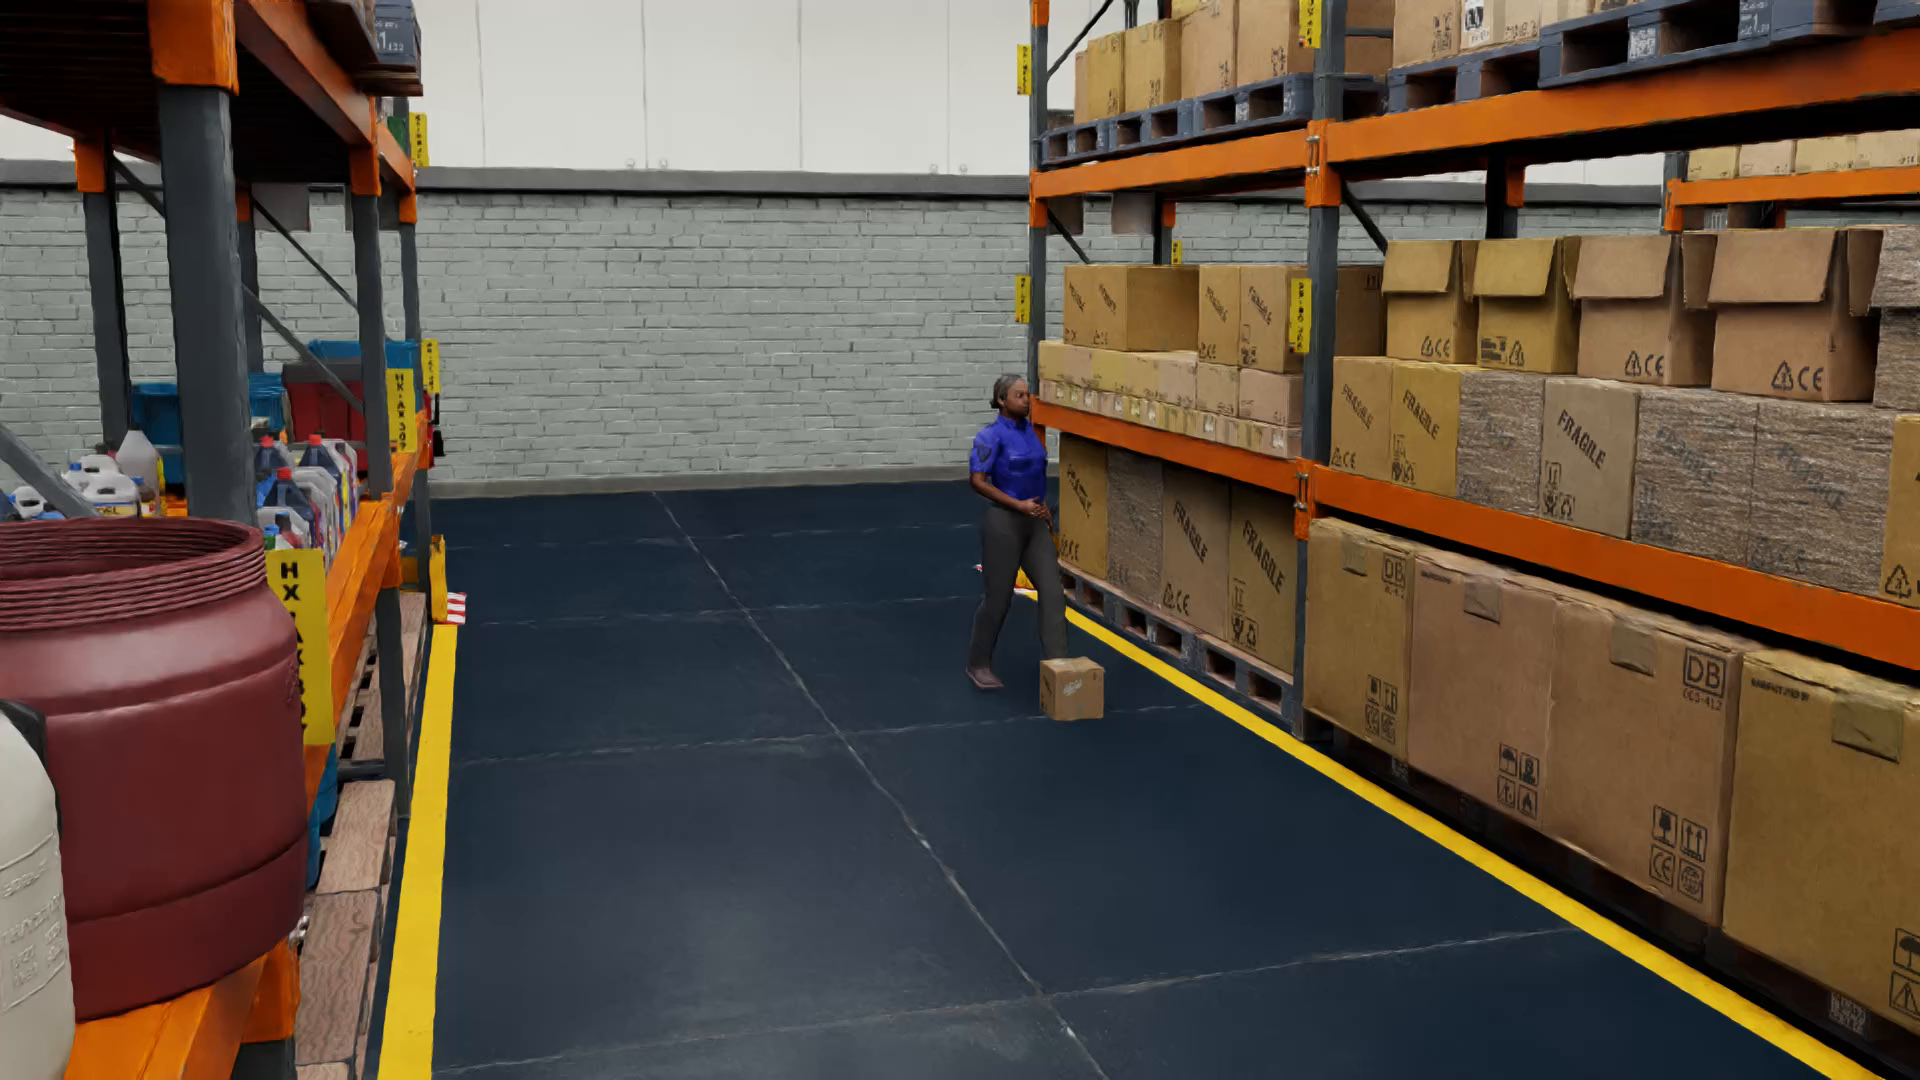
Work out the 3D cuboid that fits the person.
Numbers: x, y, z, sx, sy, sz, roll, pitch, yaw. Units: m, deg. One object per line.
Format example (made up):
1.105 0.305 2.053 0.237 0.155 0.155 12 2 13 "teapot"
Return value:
0.377 -0.034 8.607 0.743 1.647 0.613 8 13 42 "person"
